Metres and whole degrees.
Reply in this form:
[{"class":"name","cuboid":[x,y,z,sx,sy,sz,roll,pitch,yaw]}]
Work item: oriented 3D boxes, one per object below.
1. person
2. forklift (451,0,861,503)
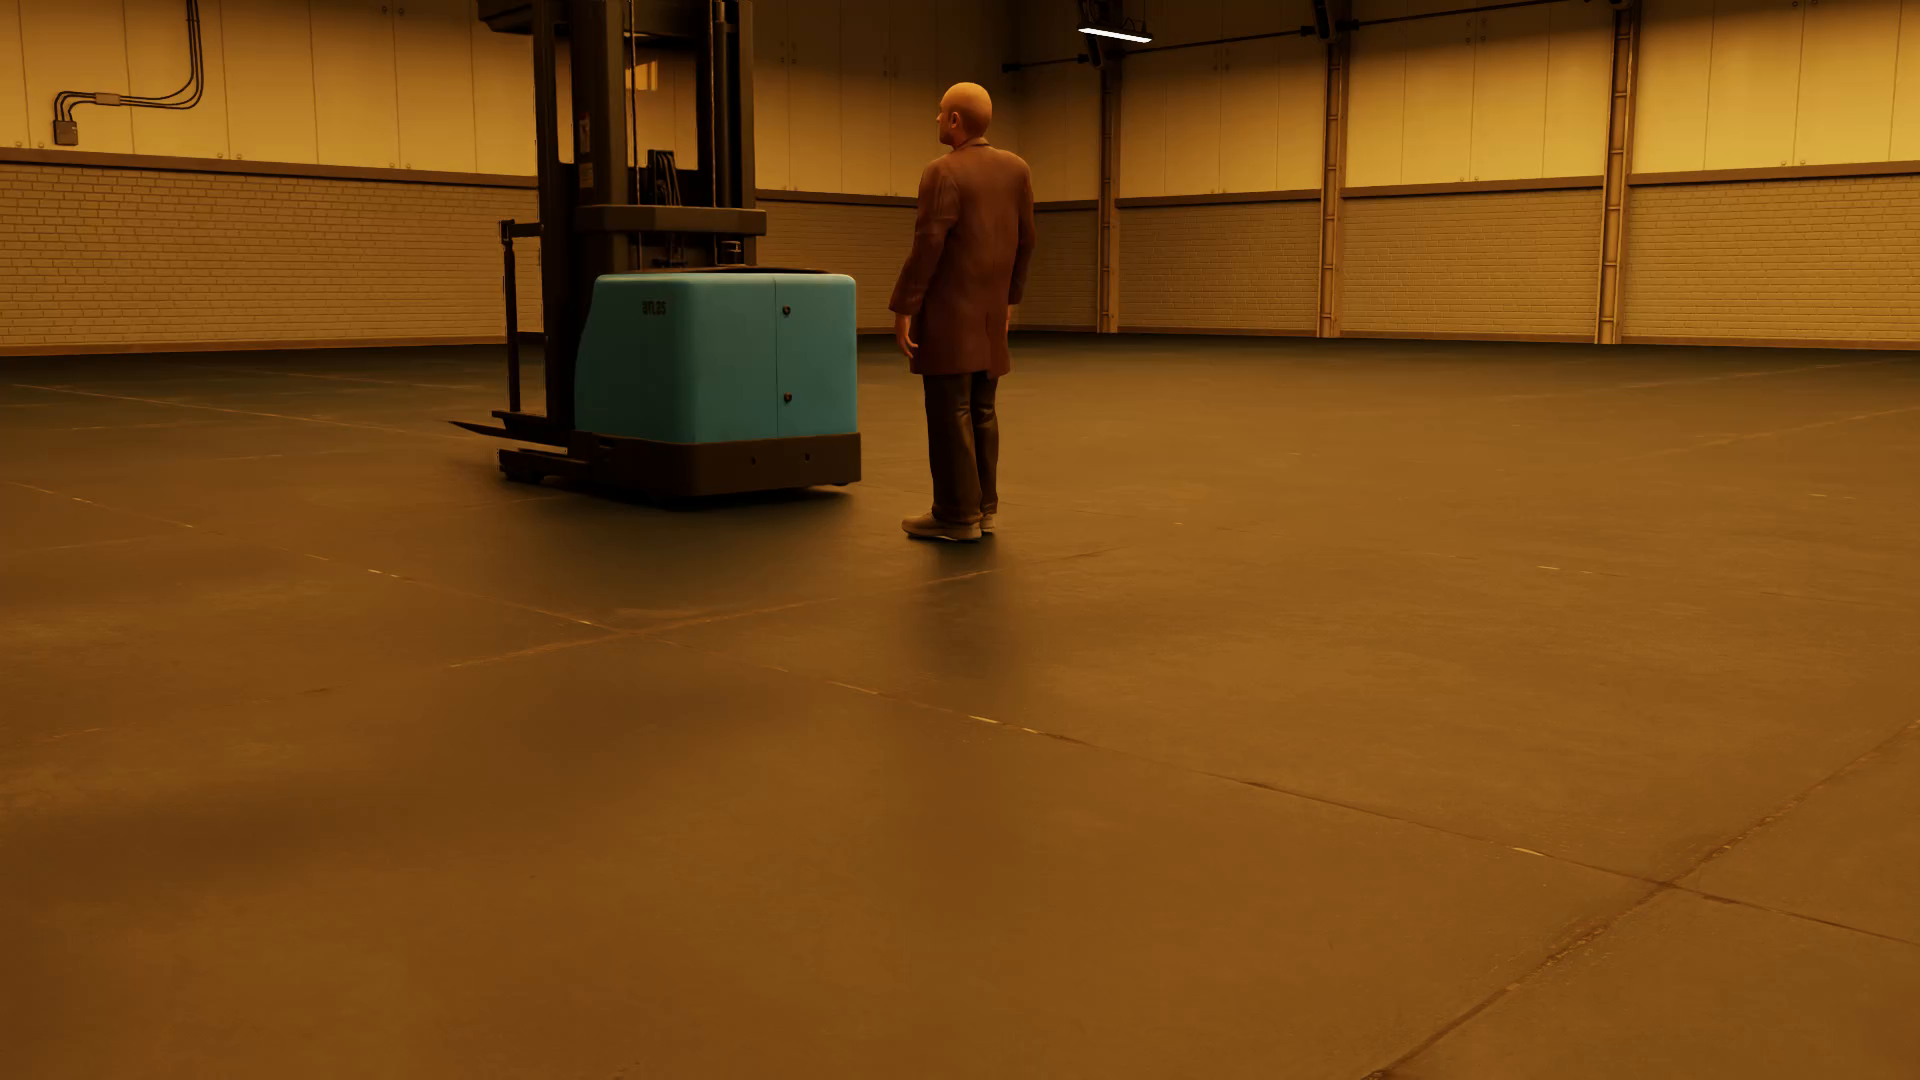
[{"class":"person","cuboid":[-0.064,-0.896,6.650,0.579,1.777,0.696,8,12,43]},{"class":"forklift","cuboid":[-1.810,-1.792,8.774,1.130,2.935,3.031,-7,11,-39]}]
